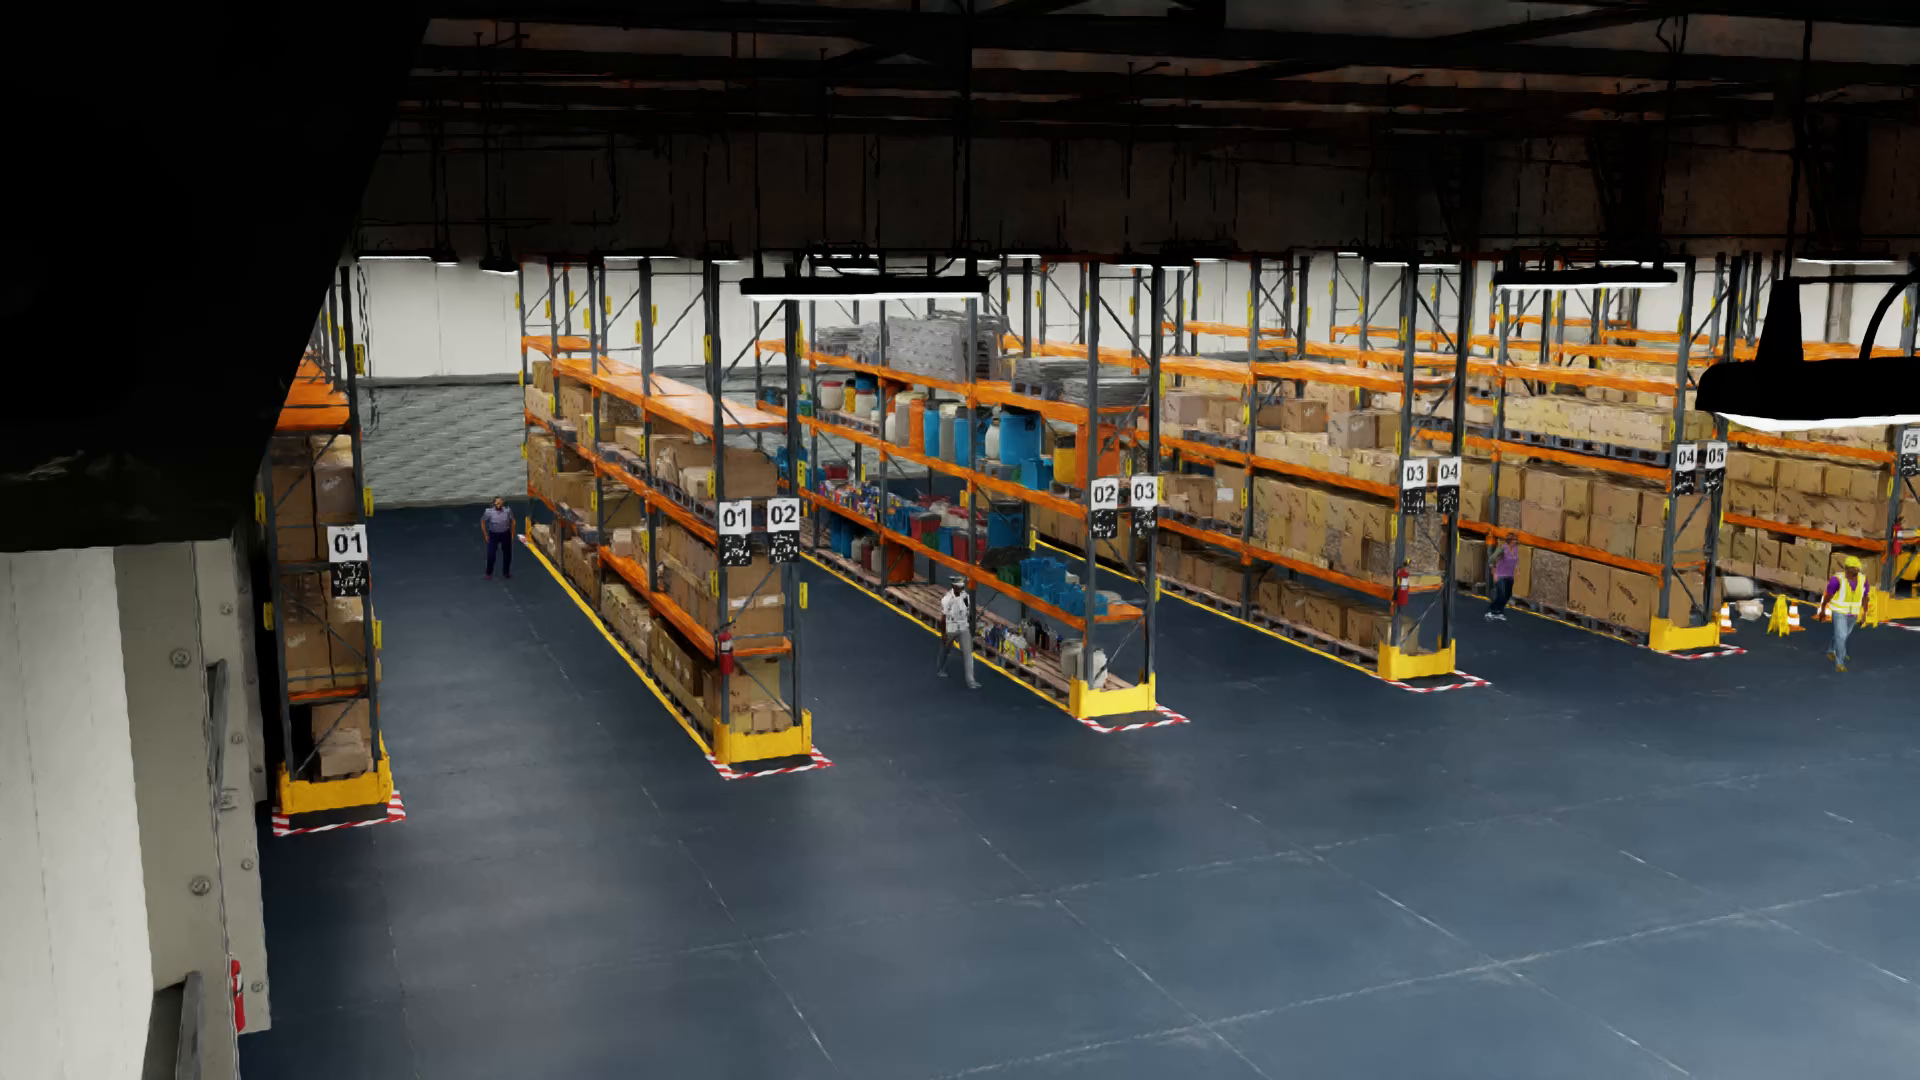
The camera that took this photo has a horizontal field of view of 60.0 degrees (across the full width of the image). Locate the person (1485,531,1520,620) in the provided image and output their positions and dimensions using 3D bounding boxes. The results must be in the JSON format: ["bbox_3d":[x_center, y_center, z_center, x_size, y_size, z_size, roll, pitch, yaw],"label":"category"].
[{"bbox_3d":[8.999,0.591,27.567,0.566,1.541,0.519,-5,11,-25],"label":"person"}]

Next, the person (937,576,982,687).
[{"bbox_3d":[-0.060,1.257,23.633,0.456,1.580,1.088,-4,11,-20],"label":"person"}]

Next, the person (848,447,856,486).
[{"bbox_3d":[-2.353,-1.243,37.191,0.505,1.670,0.584,-2,11,-9],"label":"person"}]

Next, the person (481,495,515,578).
[{"bbox_3d":[-8.600,-0.063,31.005,0.625,1.593,0.510,-5,11,-24],"label":"person"}]

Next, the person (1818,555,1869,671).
[{"bbox_3d":[13.084,1.053,24.579,0.614,1.715,0.972,0,10,-1],"label":"person"}]
